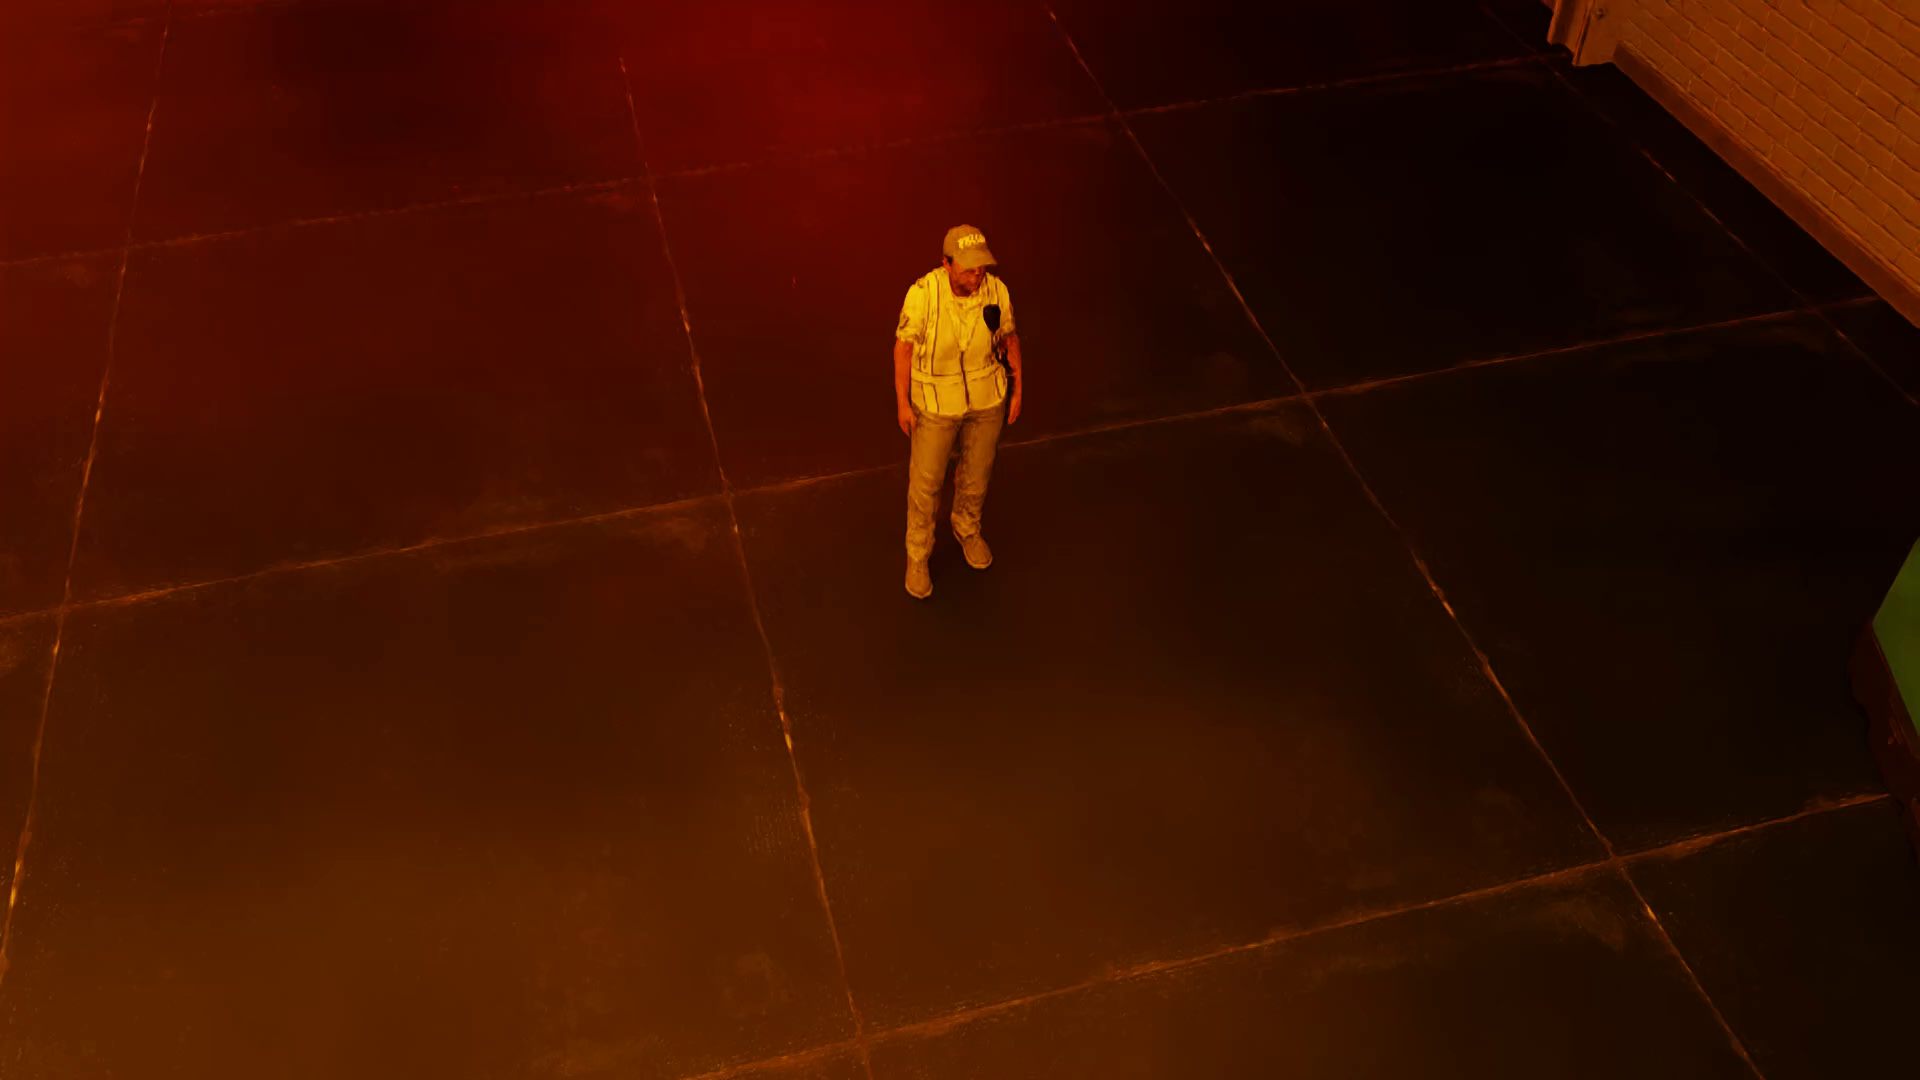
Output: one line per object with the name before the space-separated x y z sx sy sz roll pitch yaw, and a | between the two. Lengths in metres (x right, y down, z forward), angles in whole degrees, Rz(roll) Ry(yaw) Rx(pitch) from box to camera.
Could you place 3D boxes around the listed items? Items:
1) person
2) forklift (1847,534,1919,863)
person | -0.002 -0.556 7.144 0.598 1.669 0.529 -10 44 -11
forklift | 4.189 0.522 5.093 1.130 2.935 3.031 4 44 4
